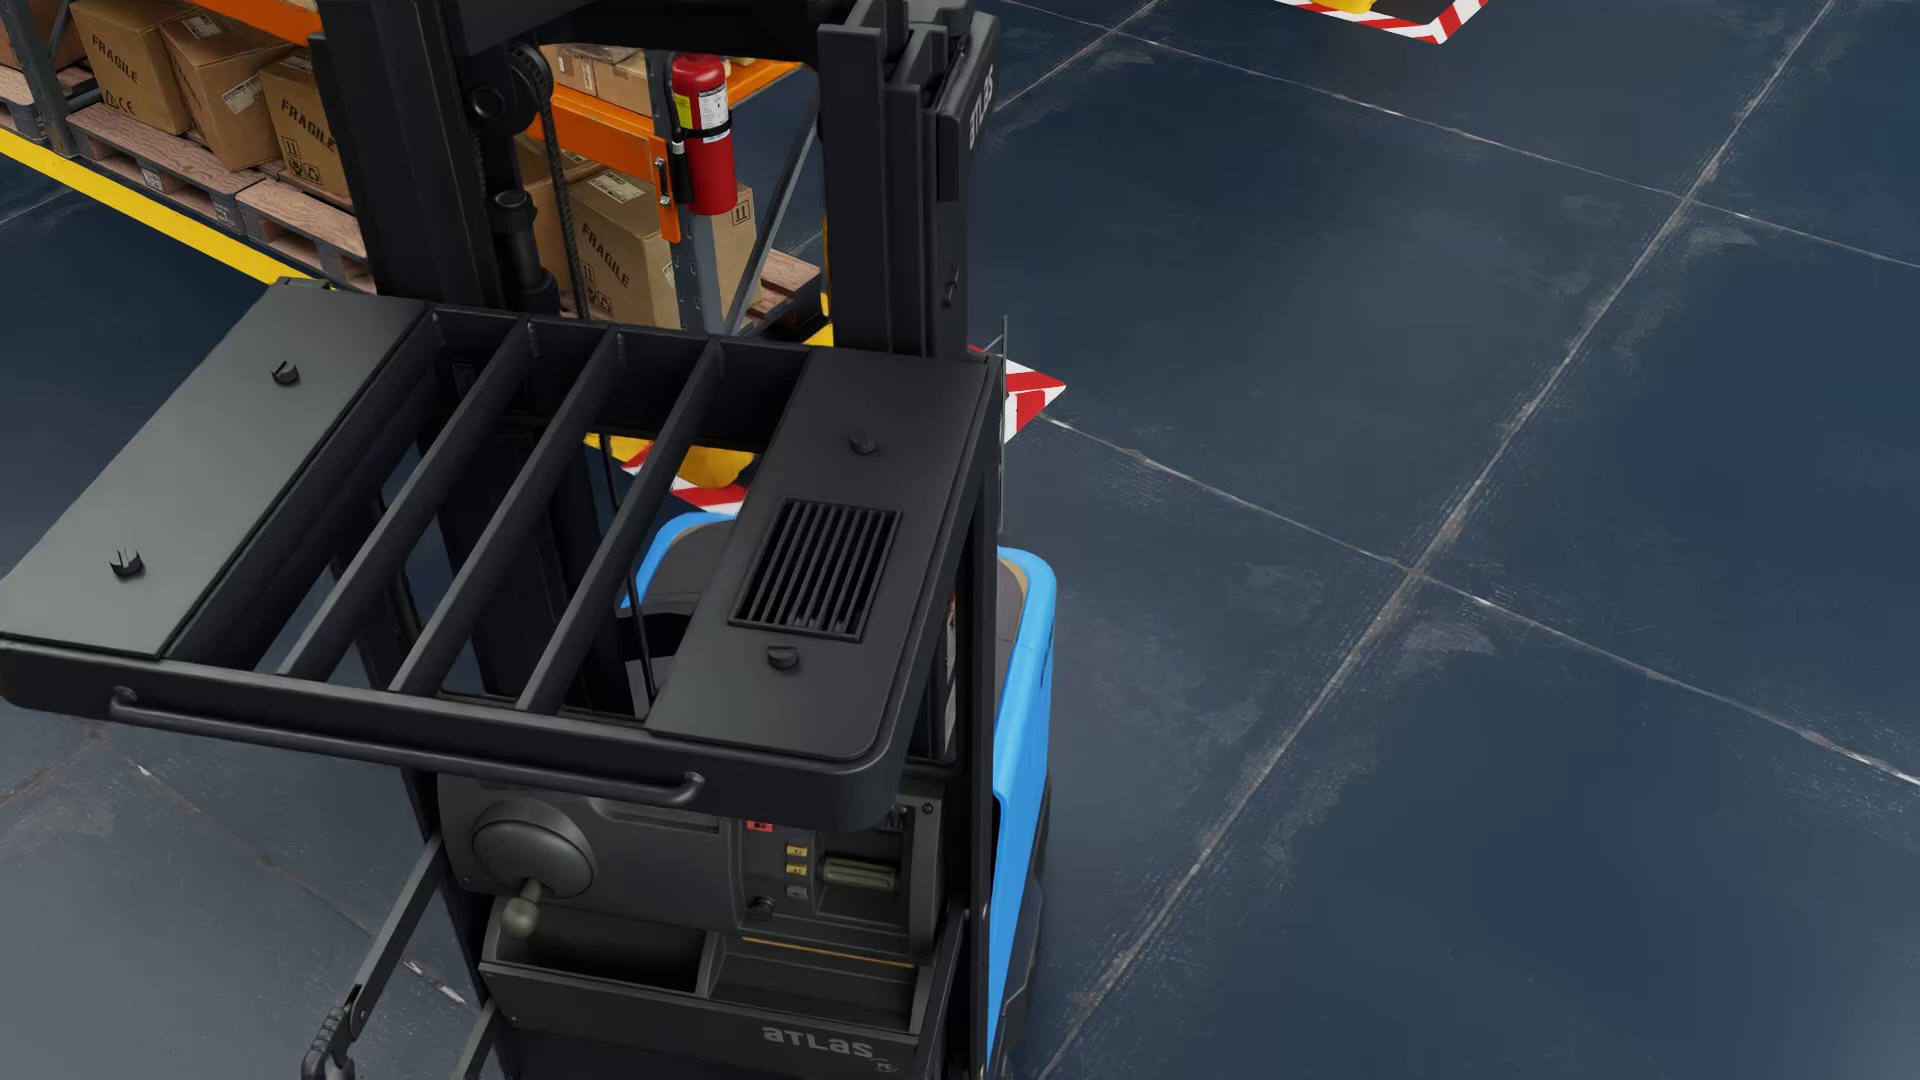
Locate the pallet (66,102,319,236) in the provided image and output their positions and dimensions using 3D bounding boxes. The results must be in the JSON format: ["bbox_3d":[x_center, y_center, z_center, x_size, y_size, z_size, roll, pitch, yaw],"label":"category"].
[{"bbox_3d":[-3.320,-1.895,7.709,1.213,0.211,1.003,25,48,25],"label":"pallet"}]

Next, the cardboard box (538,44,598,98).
[{"bbox_3d":[-1.171,-1.639,5.521,0.250,0.149,0.380,25,48,25],"label":"cardboard box"}]

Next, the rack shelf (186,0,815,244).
[{"bbox_3d":[-2.253,-2.138,6.429,4.000,0.370,1.077,25,48,25],"label":"rack shelf"}]

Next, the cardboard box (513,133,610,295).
[{"bbox_3d":[-1.626,-1.323,6.539,0.500,0.500,0.500,-29,49,-28],"label":"cardboard box"}]

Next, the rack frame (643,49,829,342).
[{"bbox_3d":[-0.615,-1.640,5.333,0.127,3.000,1.000,25,48,25],"label":"rack frame"}]

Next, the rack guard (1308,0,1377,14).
[{"bbox_3d":[2.335,-3.369,9.140,0.348,0.500,1.175,25,48,25],"label":"rack guard"}]

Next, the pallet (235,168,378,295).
[{"bbox_3d":[-2.317,-1.428,7.187,1.213,0.211,1.003,25,48,25],"label":"pallet"}]

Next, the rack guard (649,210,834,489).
[{"bbox_3d":[-0.677,-0.738,6.199,0.348,0.500,1.175,25,48,25],"label":"rack guard"}]

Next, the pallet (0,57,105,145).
[{"bbox_3d":[-4.528,-2.430,8.307,1.213,0.211,1.003,25,48,25],"label":"pallet"}]

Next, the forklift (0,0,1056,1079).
[{"bbox_3d":[-0.531,0.643,2.834,1.130,2.935,3.031,7,42,8],"label":"forklift"}]

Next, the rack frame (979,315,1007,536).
[{"bbox_3d":[0.077,-0.300,5.410,0.006,0.900,0.240,25,48,25],"label":"rack frame"}]

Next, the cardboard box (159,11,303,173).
[{"bbox_3d":[-3.112,-2.006,7.303,0.500,0.500,0.500,-26,48,-26],"label":"cardboard box"}]

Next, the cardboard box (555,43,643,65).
[{"bbox_3d":[-1.050,-2.014,5.453,0.500,0.500,0.875,25,48,25],"label":"cardboard box"}]

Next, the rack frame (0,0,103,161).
[{"bbox_3d":[-3.890,-3.172,7.045,0.127,3.000,1.000,25,48,25],"label":"rack frame"}]

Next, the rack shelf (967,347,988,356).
[{"bbox_3d":[-0.007,-0.515,5.296,0.200,0.077,0.258,25,48,25],"label":"rack shelf"}]

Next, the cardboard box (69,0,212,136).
[{"bbox_3d":[-3.586,-2.222,7.543,0.500,0.500,0.500,24,47,24],"label":"cardboard box"}]

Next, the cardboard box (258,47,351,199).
[{"bbox_3d":[-2.559,-1.812,7.085,0.500,0.500,0.500,21,46,22],"label":"cardboard box"}]

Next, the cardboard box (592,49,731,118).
[{"bbox_3d":[-0.967,-1.543,5.413,0.250,0.149,0.380,25,48,25],"label":"cardboard box"}]

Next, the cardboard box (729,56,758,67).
[{"bbox_3d":[-0.712,-1.786,5.685,0.250,0.149,0.380,25,48,25],"label":"cardboard box"}]

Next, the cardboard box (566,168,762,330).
[{"bbox_3d":[-1.117,-1.113,6.304,0.500,0.500,0.500,-33,51,-31],"label":"cardboard box"}]

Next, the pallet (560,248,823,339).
[{"bbox_3d":[-1.322,-0.960,6.665,1.213,0.211,1.003,25,48,25],"label":"pallet"}]

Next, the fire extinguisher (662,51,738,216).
[{"bbox_3d":[-0.786,-1.316,5.029,0.183,0.674,0.296,25,48,25],"label":"fire extinguisher"}]

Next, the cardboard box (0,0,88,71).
[{"bbox_3d":[-4.380,-2.651,8.008,0.500,0.500,0.700,22,46,22],"label":"cardboard box"}]

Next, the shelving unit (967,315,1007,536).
[{"bbox_3d":[-0.007,-0.338,5.453,0.210,0.900,0.258,25,48,25],"label":"shelving unit"}]

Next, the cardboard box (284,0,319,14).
[{"bbox_3d":[-2.255,-2.060,5.991,0.250,0.149,0.380,25,48,25],"label":"cardboard box"}]
